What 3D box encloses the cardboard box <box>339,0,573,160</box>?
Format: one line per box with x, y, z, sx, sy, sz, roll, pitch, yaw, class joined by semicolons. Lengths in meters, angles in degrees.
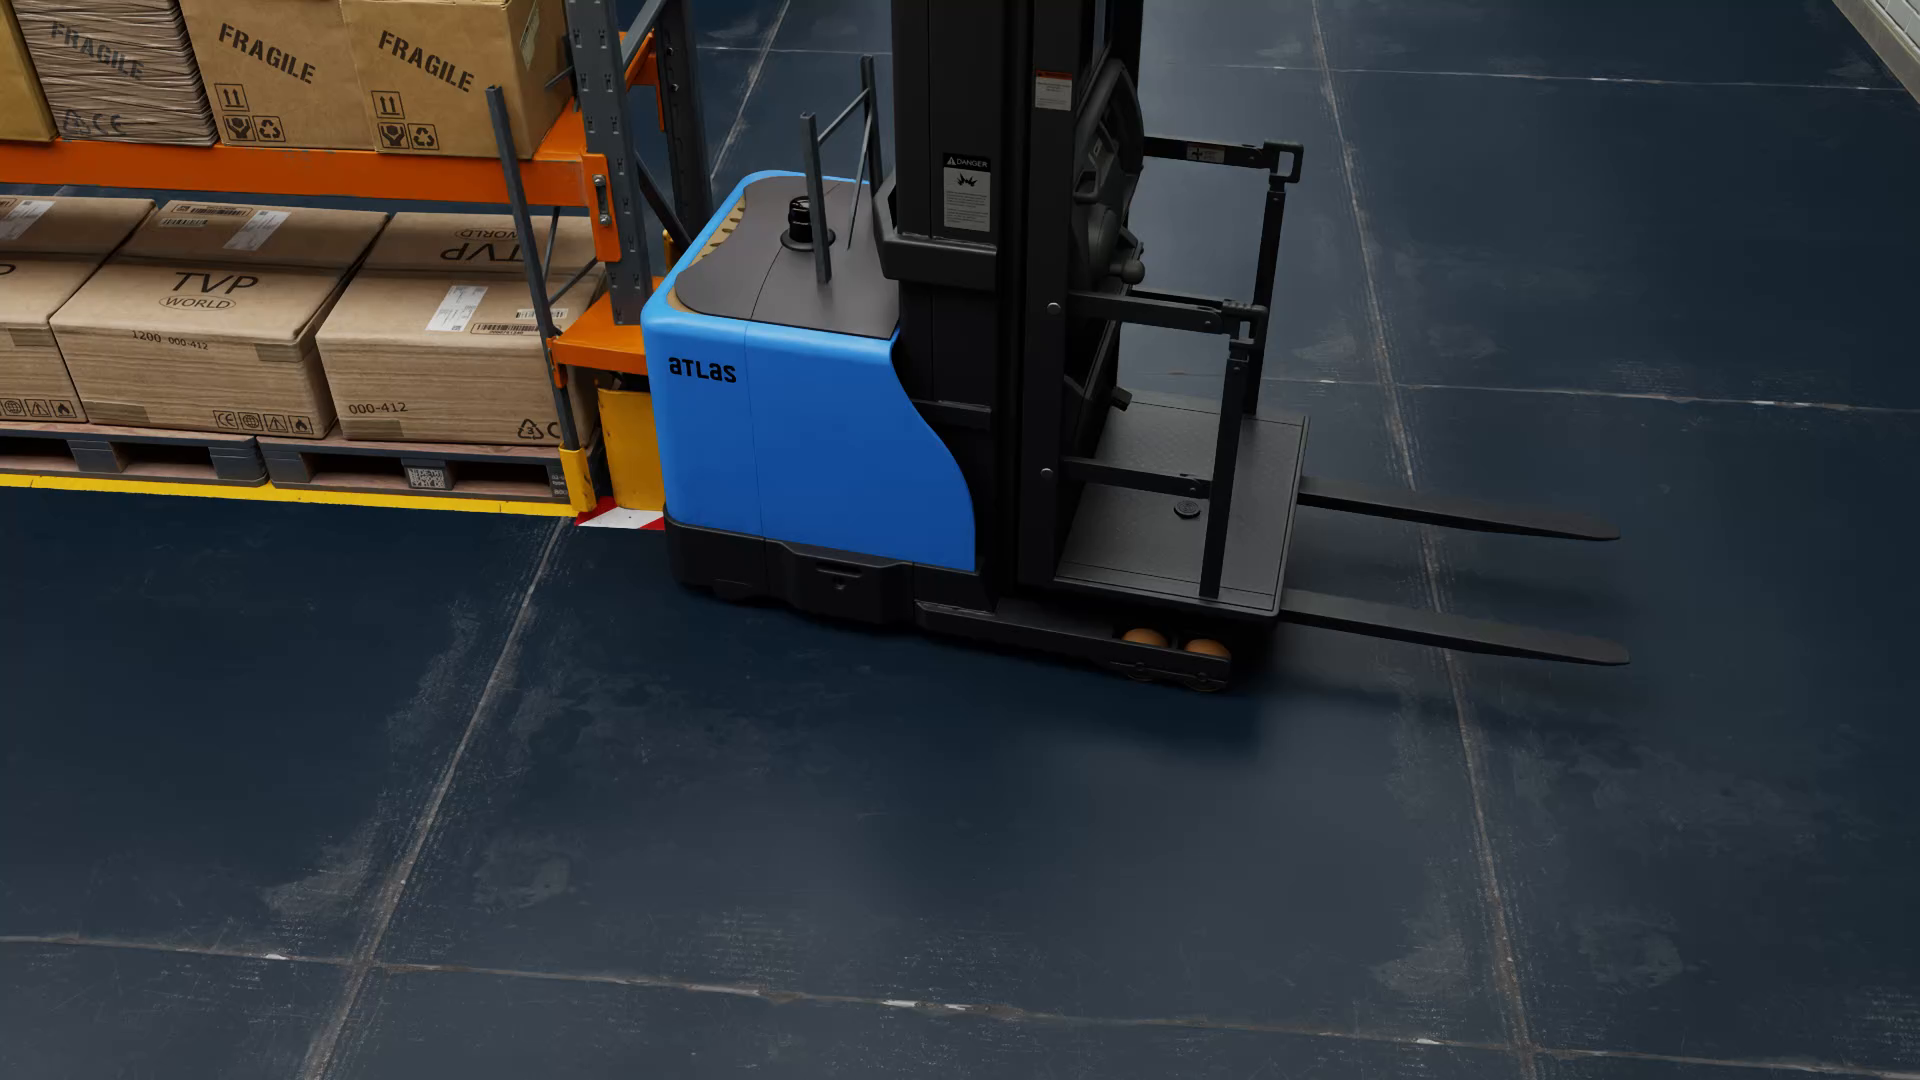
-1.545;-1.534;5.179;0.500;0.500;0.500;3;39;4;cardboard box

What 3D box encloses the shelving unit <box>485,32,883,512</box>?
-0.792;-0.795;5.418;1.083;1.500;0.587;9;38;17;shelving unit

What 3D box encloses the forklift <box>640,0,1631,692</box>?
0.611;-1.038;4.704;3.031;2.935;1.130;9;40;11;forklift

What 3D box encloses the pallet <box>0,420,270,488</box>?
-3.057;-0.616;6.340;1.213;0.211;1.003;3;39;4;pallet

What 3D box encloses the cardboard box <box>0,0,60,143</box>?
-3.072;-1.612;5.276;0.500;0.500;0.500;4;39;5;cardboard box

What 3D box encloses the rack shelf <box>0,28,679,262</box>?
-3.034;-1.465;5.744;4.000;0.370;1.077;3;39;4;rack shelf

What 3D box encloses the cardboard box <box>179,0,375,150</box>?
-2.043;-1.571;5.224;0.500;0.500;0.500;2;39;3;cardboard box

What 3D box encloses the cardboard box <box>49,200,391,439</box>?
-2.620;-0.822;6.081;0.875;0.438;0.875;4;39;5;cardboard box

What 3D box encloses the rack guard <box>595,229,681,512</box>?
-1.017;-0.664;6.170;0.348;0.500;1.175;3;39;4;rack guard

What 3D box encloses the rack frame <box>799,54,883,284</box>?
-0.320;-0.718;5.276;0.032;1.500;0.500;9;38;17;rack frame

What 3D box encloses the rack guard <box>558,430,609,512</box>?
-1.233;-0.368;5.930;0.087;0.250;0.587;9;38;17;rack guard

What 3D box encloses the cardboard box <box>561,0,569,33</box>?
-1.495;-1.881;5.605;0.500;0.500;0.500;3;39;3;cardboard box

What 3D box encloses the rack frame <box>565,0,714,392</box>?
-1.041;-1.635;5.383;0.127;3.000;1.000;3;39;4;rack frame

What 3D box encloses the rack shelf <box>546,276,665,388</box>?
-0.792;-0.652;5.527;1.000;0.185;0.538;9;38;17;rack shelf

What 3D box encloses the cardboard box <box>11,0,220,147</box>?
-2.557;-1.592;5.251;0.500;0.500;0.500;4;39;5;cardboard box

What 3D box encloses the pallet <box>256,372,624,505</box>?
-1.845;-0.548;6.256;1.213;0.211;1.003;3;39;4;pallet

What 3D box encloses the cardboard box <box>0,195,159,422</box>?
-3.518;-0.872;6.142;0.875;0.438;0.875;2;39;3;cardboard box

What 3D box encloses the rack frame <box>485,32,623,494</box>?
-1.282;-0.874;5.566;0.032;1.500;0.500;9;38;17;rack frame

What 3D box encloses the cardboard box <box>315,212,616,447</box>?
-1.707;-0.777;6.026;0.875;0.438;0.875;2;39;2;cardboard box
